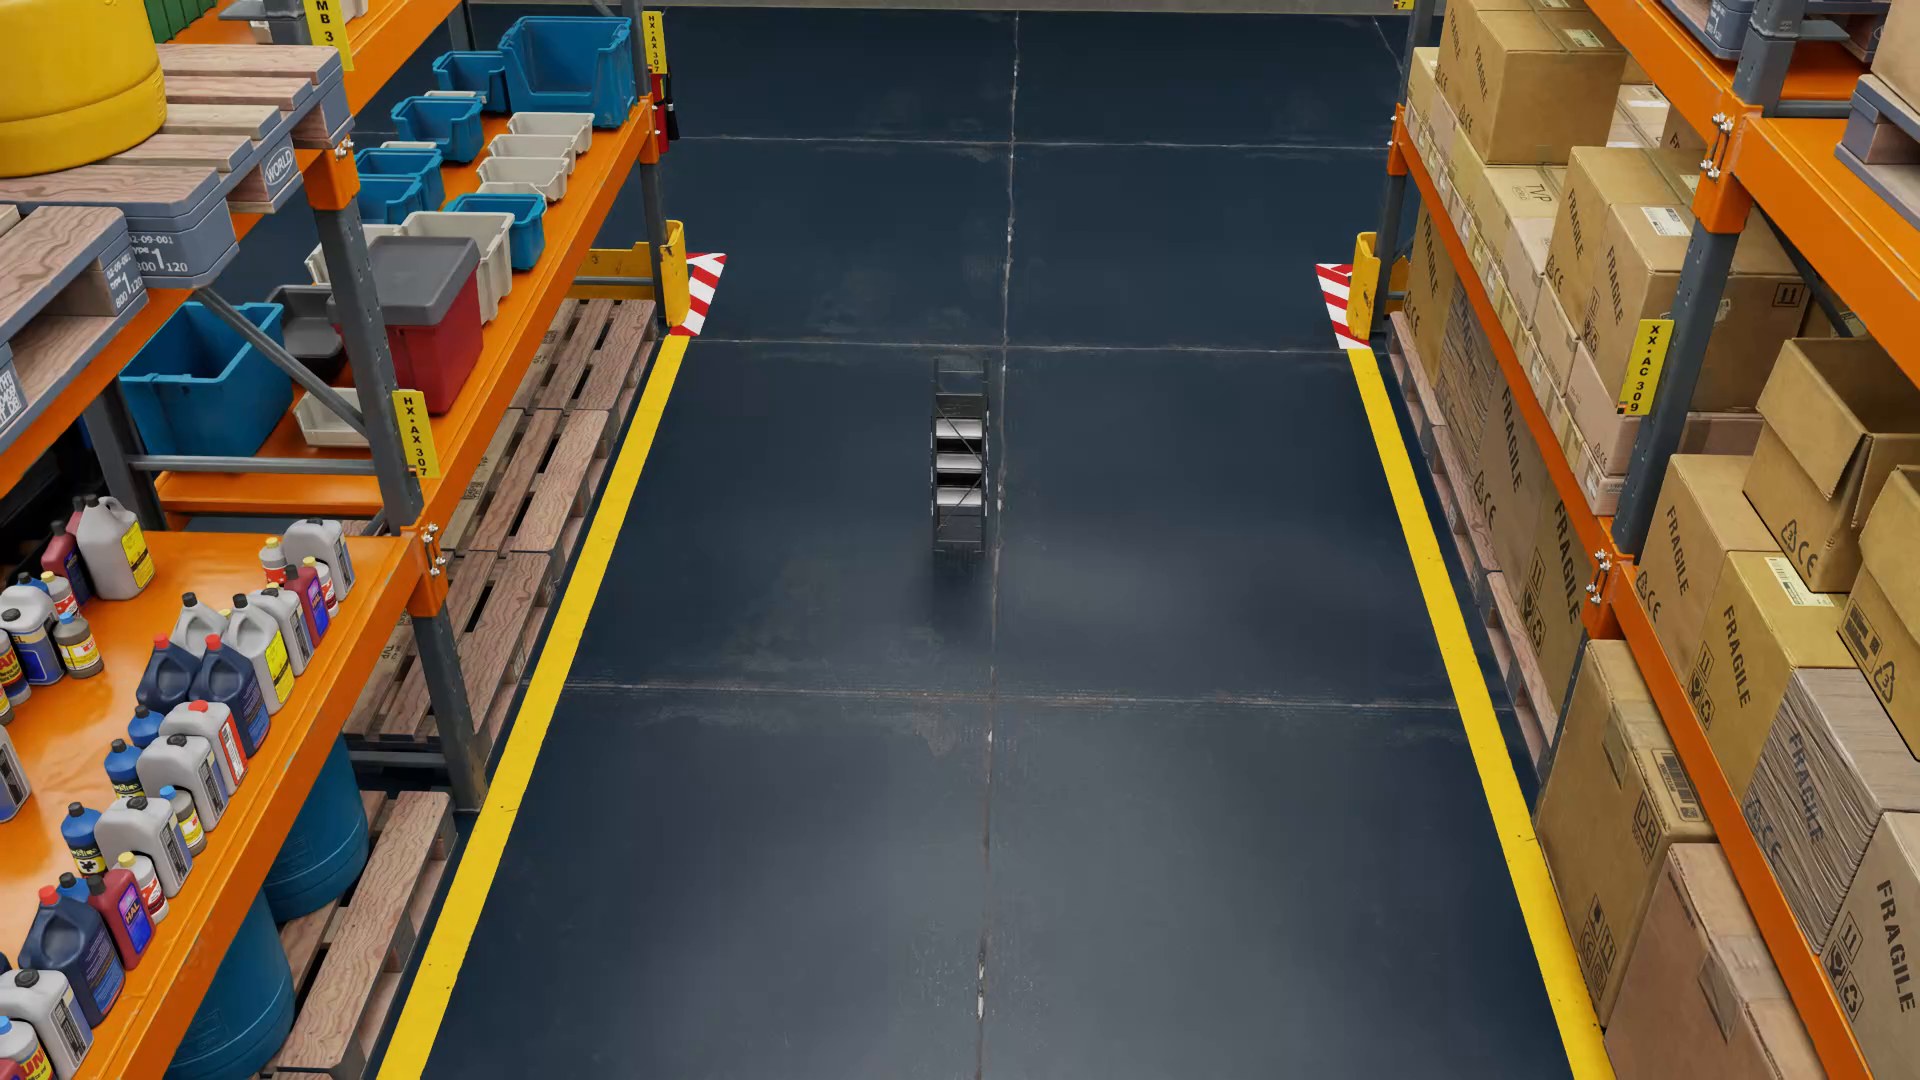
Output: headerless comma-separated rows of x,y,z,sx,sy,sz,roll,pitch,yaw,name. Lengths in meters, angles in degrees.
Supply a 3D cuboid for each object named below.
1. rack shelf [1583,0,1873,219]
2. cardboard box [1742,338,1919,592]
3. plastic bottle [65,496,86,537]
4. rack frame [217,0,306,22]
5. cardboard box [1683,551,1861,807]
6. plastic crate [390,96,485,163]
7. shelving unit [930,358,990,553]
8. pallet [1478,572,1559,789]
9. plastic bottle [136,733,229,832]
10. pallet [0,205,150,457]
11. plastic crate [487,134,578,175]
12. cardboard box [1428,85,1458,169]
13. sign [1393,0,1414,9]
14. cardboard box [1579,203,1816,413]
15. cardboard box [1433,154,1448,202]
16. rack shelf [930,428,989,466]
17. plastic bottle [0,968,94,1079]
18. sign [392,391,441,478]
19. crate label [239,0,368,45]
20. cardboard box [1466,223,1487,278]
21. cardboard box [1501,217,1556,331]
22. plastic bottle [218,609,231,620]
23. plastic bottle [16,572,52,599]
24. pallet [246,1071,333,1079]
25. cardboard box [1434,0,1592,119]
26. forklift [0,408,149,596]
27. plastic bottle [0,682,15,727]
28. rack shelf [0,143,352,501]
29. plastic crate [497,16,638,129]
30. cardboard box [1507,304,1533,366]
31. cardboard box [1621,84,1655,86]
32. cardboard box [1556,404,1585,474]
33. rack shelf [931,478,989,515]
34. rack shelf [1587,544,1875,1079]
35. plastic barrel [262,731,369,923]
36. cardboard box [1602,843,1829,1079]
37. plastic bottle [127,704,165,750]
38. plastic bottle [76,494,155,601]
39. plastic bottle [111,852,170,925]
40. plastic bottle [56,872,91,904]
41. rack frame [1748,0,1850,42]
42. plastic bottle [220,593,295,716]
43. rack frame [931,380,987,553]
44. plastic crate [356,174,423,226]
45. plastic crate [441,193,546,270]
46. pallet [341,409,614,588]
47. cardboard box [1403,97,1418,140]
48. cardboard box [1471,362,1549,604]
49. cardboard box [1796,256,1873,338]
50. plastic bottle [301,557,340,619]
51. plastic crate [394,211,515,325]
2.721,-2.207,6.299,1.077,0.370,4.000,1,35,2,rack shelf
2.623,-0.210,4.480,0.797,0.503,0.637,0,35,1,cardboard box
-2.750,0.009,5.230,0.061,0.283,0.133,1,35,2,plastic bottle
-2.309,-2.694,3.758,1.000,3.000,0.127,1,35,2,rack frame
2.353,0.381,4.512,0.500,0.500,0.500,1,35,2,cardboard box
-2.513,-1.982,8.054,0.416,0.233,0.300,1,35,2,plastic crate
0.000,-0.373,7.498,0.258,0.900,0.210,1,35,2,shelving unit
2.749,0.580,6.741,1.003,0.211,1.213,1,35,2,pallet
-2.042,0.622,4.365,0.152,0.276,0.135,1,35,2,plastic bottle
-2.285,-0.286,3.103,1.003,0.211,1.213,1,35,2,pallet
-2.026,-1.816,7.902,0.396,0.136,0.243,1,35,2,plastic crate
2.498,-1.916,7.739,0.500,0.250,0.500,1,35,1,cardboard box
2.247,-2.826,8.341,0.100,0.325,0.005,1,35,2,sign
2.392,-0.763,5.446,0.500,0.500,0.500,2,35,3,cardboard box
2.429,-1.680,7.750,0.380,0.149,0.250,1,35,1,cardboard box
0.000,-0.419,7.465,0.258,0.077,0.200,1,35,2,rack shelf
-2.073,1.071,3.725,0.152,0.276,0.135,1,35,2,plastic bottle
-1.759,-0.339,5.383,0.100,0.325,0.005,1,35,2,sign
-2.000,-1.634,5.086,0.293,0.136,0.466,1,35,2,crate label
2.397,-1.241,7.125,0.380,0.149,0.250,0,35,1,cardboard box
2.434,-1.036,6.487,0.500,0.250,0.500,2,35,3,cardboard box
-2.142,0.293,4.897,0.097,0.201,0.097,0,35,0,plastic bottle
-2.745,0.213,4.950,0.097,0.271,0.097,0,35,0,plastic bottle
-2.428,2.046,4.655,1.003,0.211,1.213,1,35,2,pallet
2.492,-2.234,7.540,0.500,0.500,0.500,1,35,1,cardboard box
-4.654,-1.145,6.830,1.130,2.935,3.031,4,35,6,forklift
-2.759,0.431,4.701,0.097,0.201,0.097,0,35,0,plastic bottle
-2.389,-0.024,3.192,1.077,0.370,4.000,1,35,2,rack shelf
-1.975,-2.380,8.445,0.616,0.435,0.499,1,35,2,plastic crate
2.366,-0.797,6.493,0.380,0.149,0.250,2,35,3,cardboard box
3.047,-2.199,8.142,0.500,0.250,0.500,1,35,1,cardboard box
2.335,-0.354,5.863,0.380,0.149,0.250,2,35,3,cardboard box
0.000,-0.198,7.621,0.258,0.077,0.200,1,35,2,rack shelf
2.560,1.318,3.892,1.077,0.370,4.000,1,35,2,rack shelf
-2.348,0.759,5.521,0.600,0.901,0.708,1,35,2,plastic barrel
2.600,1.454,4.556,1.225,0.875,0.875,0,35,0,cardboard box
-2.162,0.554,4.465,0.097,0.271,0.097,0,35,0,plastic bottle
-2.648,-0.002,5.187,0.144,0.351,0.185,1,35,2,plastic bottle
-2.028,0.853,4.101,0.097,0.201,0.097,0,35,0,plastic bottle
-2.095,0.899,3.973,0.097,0.271,0.097,0,35,0,plastic bottle
2.640,-2.580,3.595,1.000,3.000,0.127,1,35,2,rack frame
-2.019,0.316,4.735,0.144,0.351,0.185,1,35,2,plastic bottle
-0.004,-0.314,7.415,0.240,0.900,0.006,1,35,2,rack frame
-2.552,-1.431,7.271,0.416,0.233,0.300,1,35,2,plastic crate
-1.974,-1.308,7.096,0.416,0.233,0.300,1,35,2,plastic crate
-2.272,-0.225,7.887,1.003,0.211,1.213,1,35,2,pallet
2.457,-2.124,8.383,0.380,0.149,0.250,2,35,2,cardboard box
2.783,-0.322,7.083,0.875,0.875,0.875,1,35,2,cardboard box
2.915,-0.762,5.445,0.500,0.500,0.500,1,35,2,cardboard box
-1.979,0.143,5.111,0.097,0.201,0.097,0,35,0,plastic bottle
-2.063,-1.089,6.742,0.437,0.282,0.530,1,35,2,plastic crate
